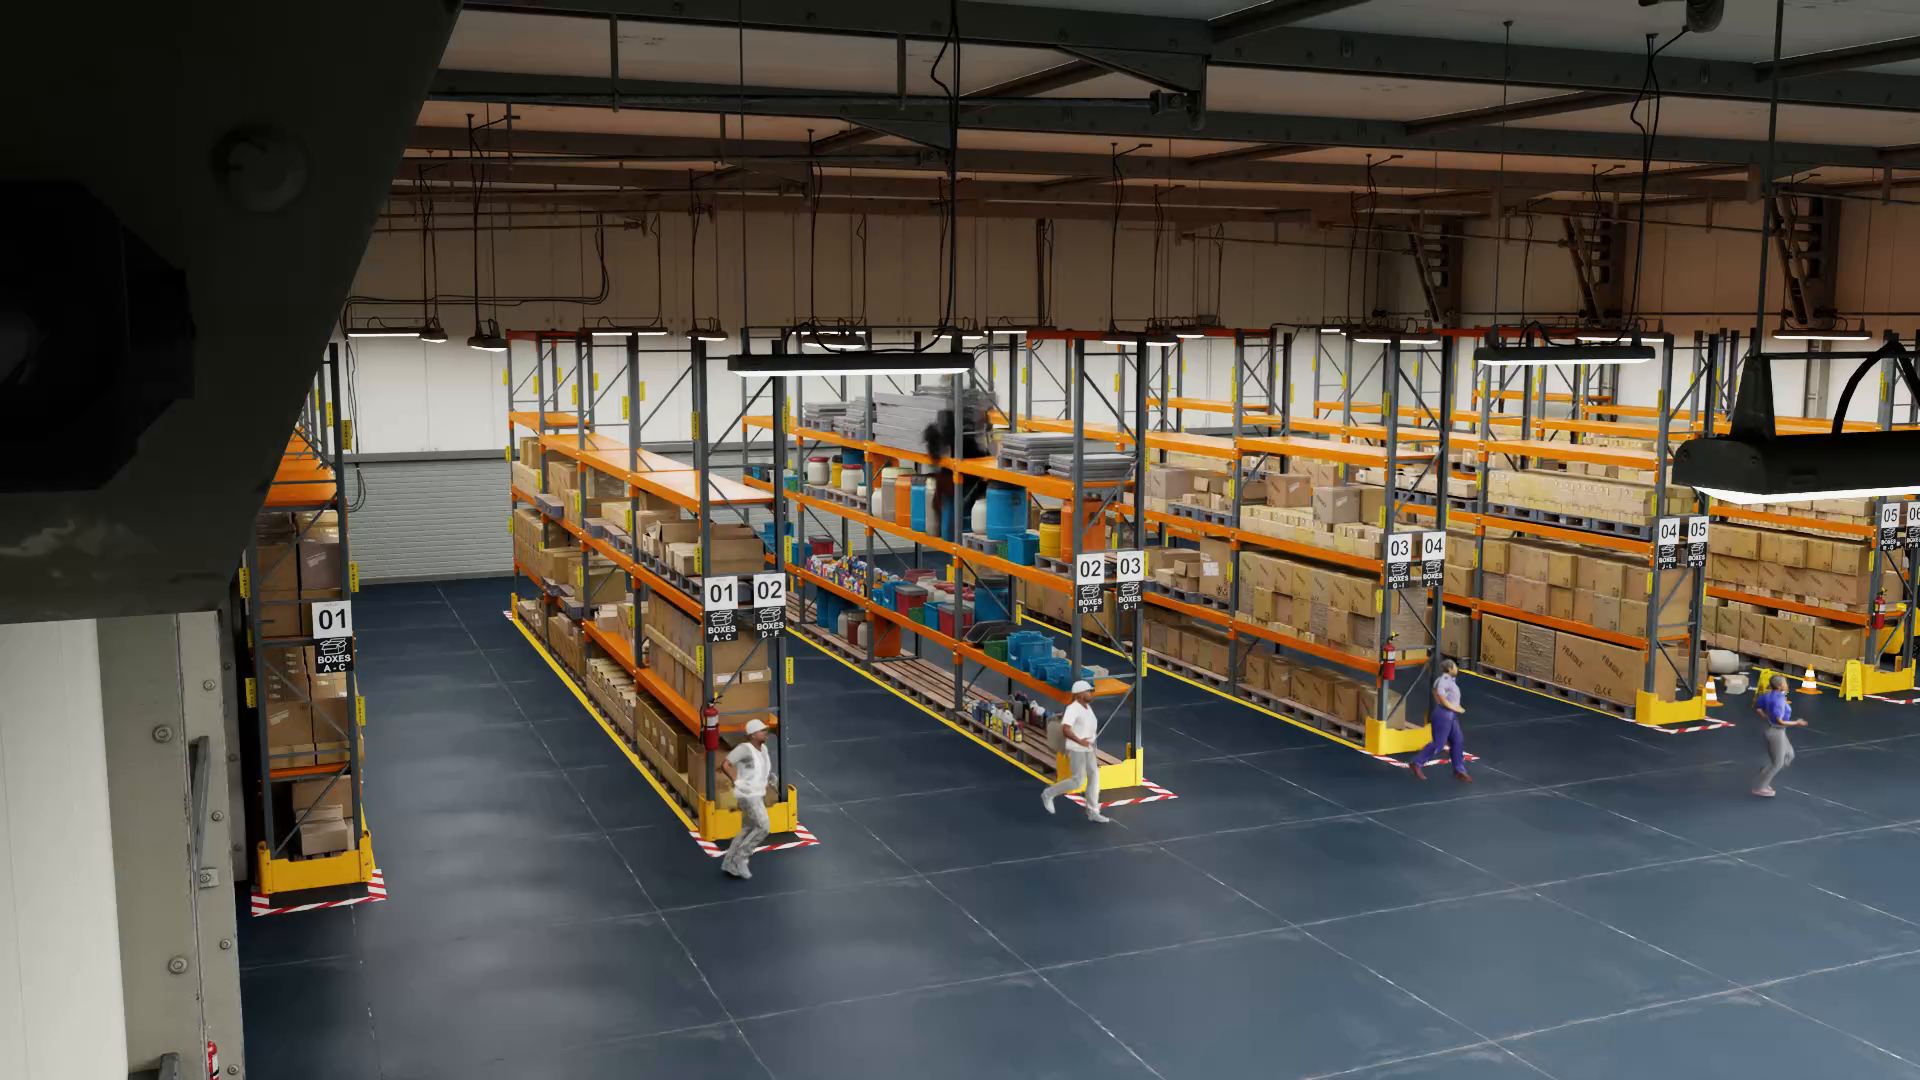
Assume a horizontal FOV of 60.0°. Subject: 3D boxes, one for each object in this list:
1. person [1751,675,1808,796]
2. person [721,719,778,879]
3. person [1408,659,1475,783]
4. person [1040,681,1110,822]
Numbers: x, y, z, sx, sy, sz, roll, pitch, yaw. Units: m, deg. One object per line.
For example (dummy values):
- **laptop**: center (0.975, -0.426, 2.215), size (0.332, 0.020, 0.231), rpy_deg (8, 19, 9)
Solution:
- **person**: center (10.759, 2.563, 21.825), size (0.611, 1.622, 0.554), rpy_deg (2, 8, 12)
- **person**: center (-2.366, 2.910, 18.897), size (0.614, 1.735, 0.717), rpy_deg (2, 8, 12)
- **person**: center (6.606, 2.441, 22.675), size (0.882, 1.654, 0.664), rpy_deg (3, 8, 20)
- **person**: center (1.535, 2.633, 20.948), size (0.915, 1.724, 0.765), rpy_deg (4, 9, 26)
